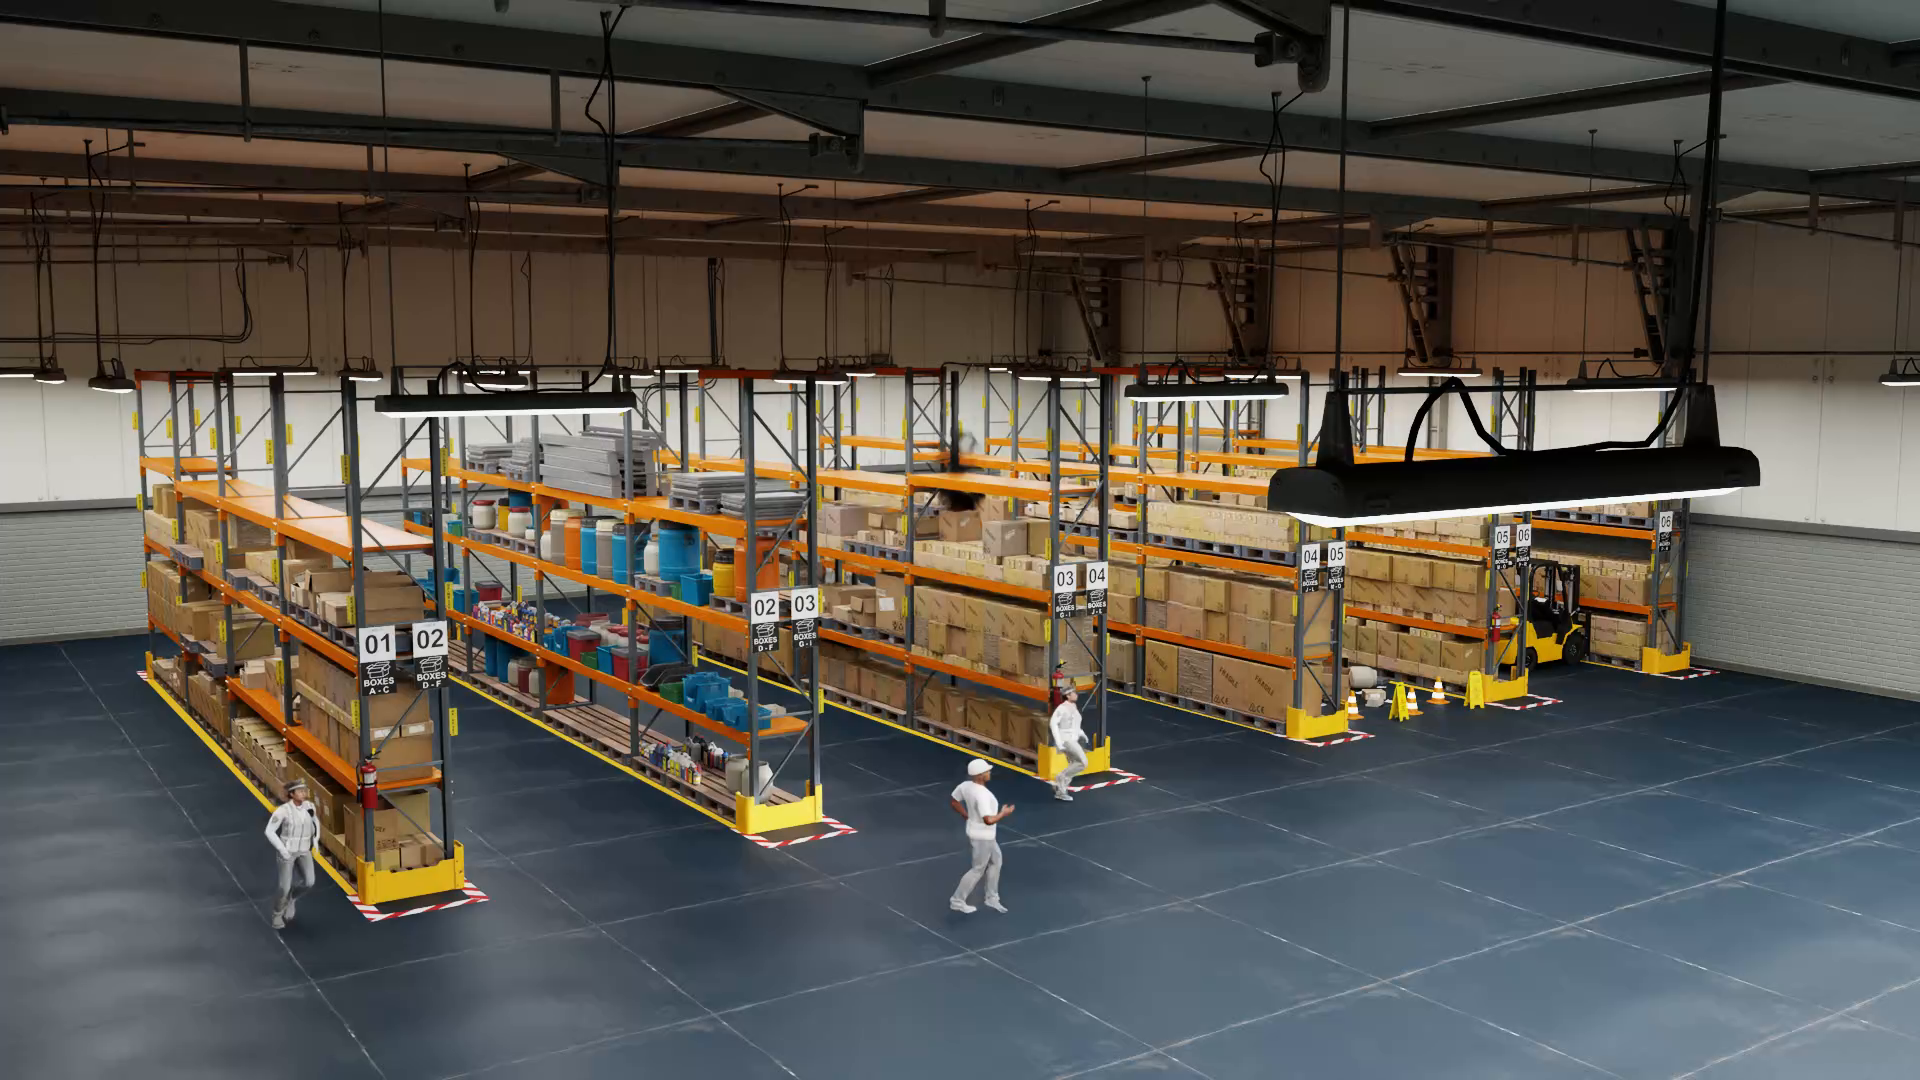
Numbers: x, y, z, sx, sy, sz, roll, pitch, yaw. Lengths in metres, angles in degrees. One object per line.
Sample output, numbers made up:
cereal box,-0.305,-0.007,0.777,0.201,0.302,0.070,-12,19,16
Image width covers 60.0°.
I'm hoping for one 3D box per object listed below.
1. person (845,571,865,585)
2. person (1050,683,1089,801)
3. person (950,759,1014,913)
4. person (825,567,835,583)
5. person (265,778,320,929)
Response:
person,-2.803,0.672,42.427,1.069,1.722,0.723,-4,7,-29
person,1.619,2.856,23.655,0.498,1.621,0.633,2,7,19
person,0.233,3.349,18.647,0.731,1.824,0.676,-1,7,-11
person,-3.256,0.811,41.783,0.525,1.620,0.600,-6,9,-42
person,-7.332,3.451,18.422,0.507,1.640,0.668,6,9,44
